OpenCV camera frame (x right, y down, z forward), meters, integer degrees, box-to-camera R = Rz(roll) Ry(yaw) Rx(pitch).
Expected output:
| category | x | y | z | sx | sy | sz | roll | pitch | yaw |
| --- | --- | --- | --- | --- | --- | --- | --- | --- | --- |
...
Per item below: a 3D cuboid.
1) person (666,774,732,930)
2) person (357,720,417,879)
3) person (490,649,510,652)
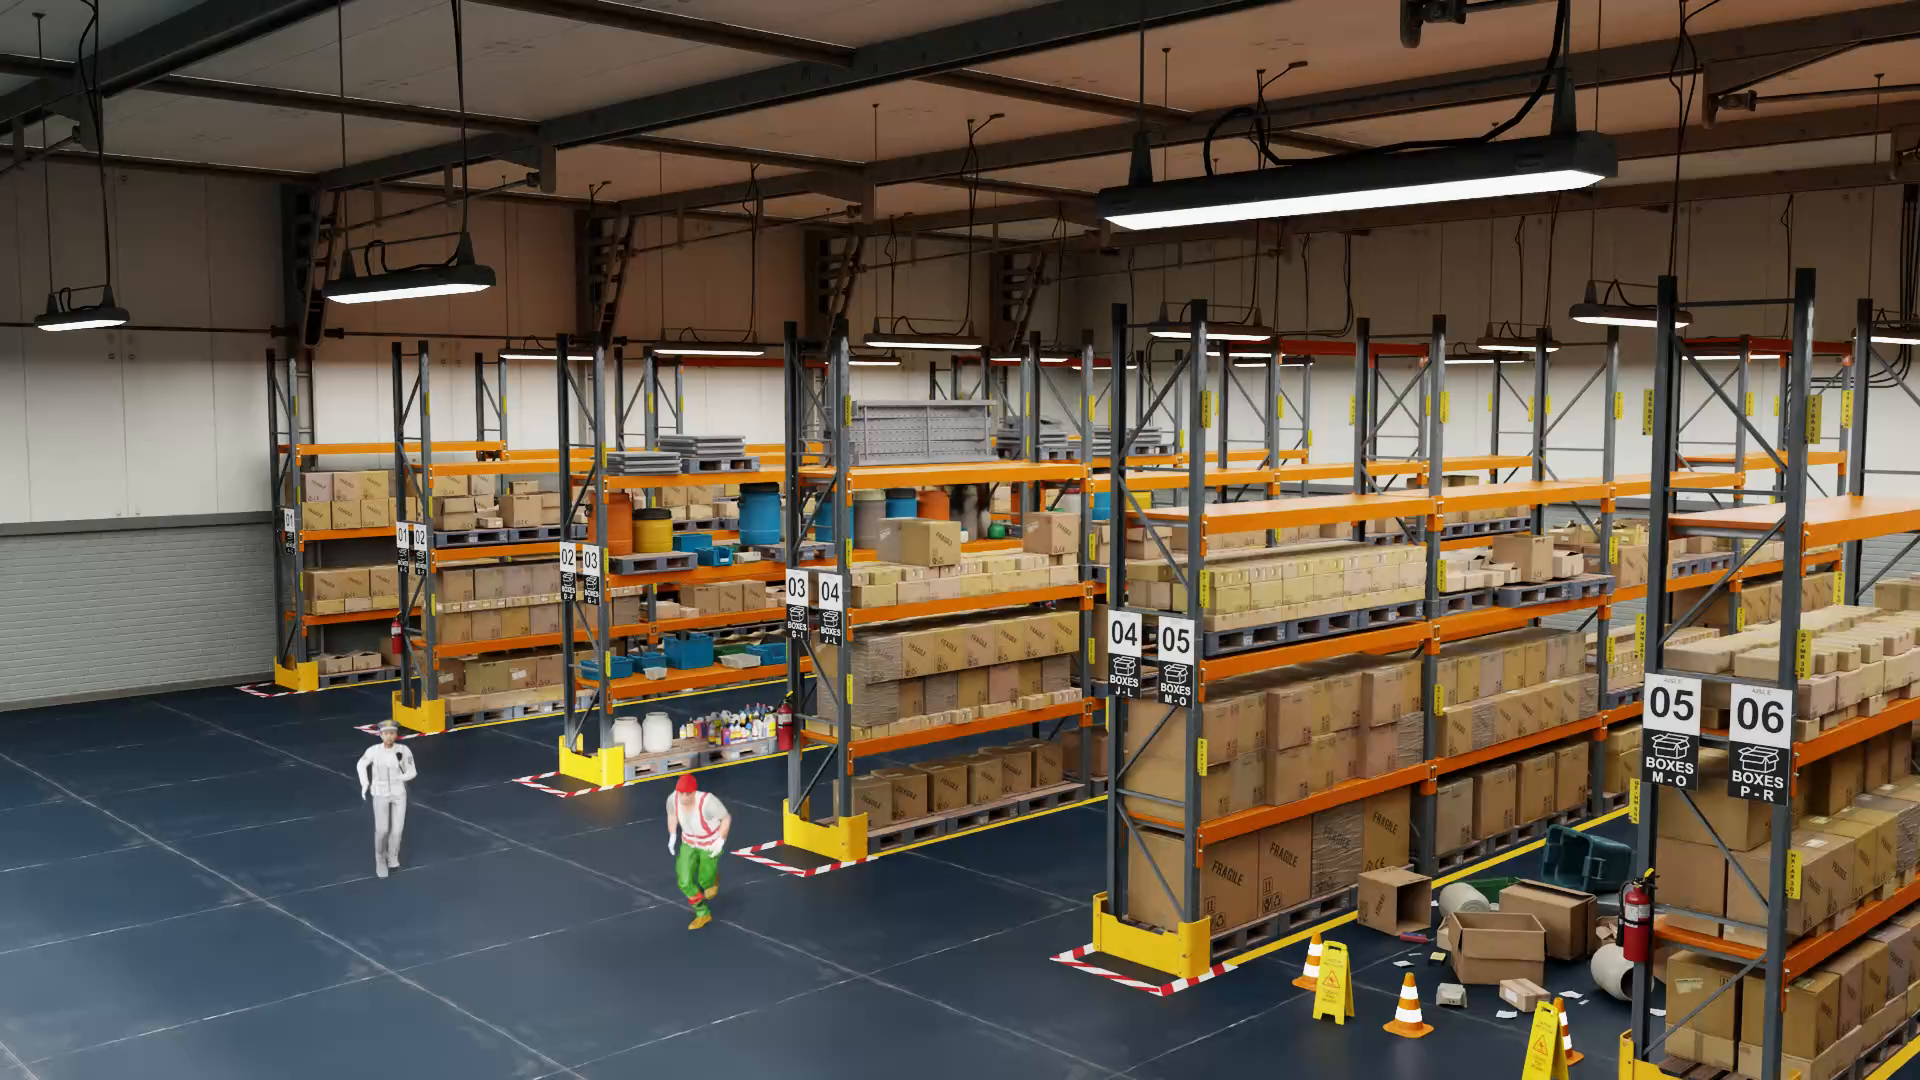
| category | x | y | z | sx | sy | sz | roll | pitch | yaw |
| --- | --- | --- | --- | --- | --- | --- | --- | --- | --- |
| person | -2.521 | 2.989 | 16.270 | 0.668 | 1.574 | 1.079 | 1 | 5 | 12 |
| person | -6.149 | 2.778 | 17.899 | 0.577 | 1.715 | 0.696 | -2 | 5 | -25 |
| person | -7.939 | 1.859 | 28.753 | 0.797 | 1.721 | 0.581 | -4 | 6 | -40 |
